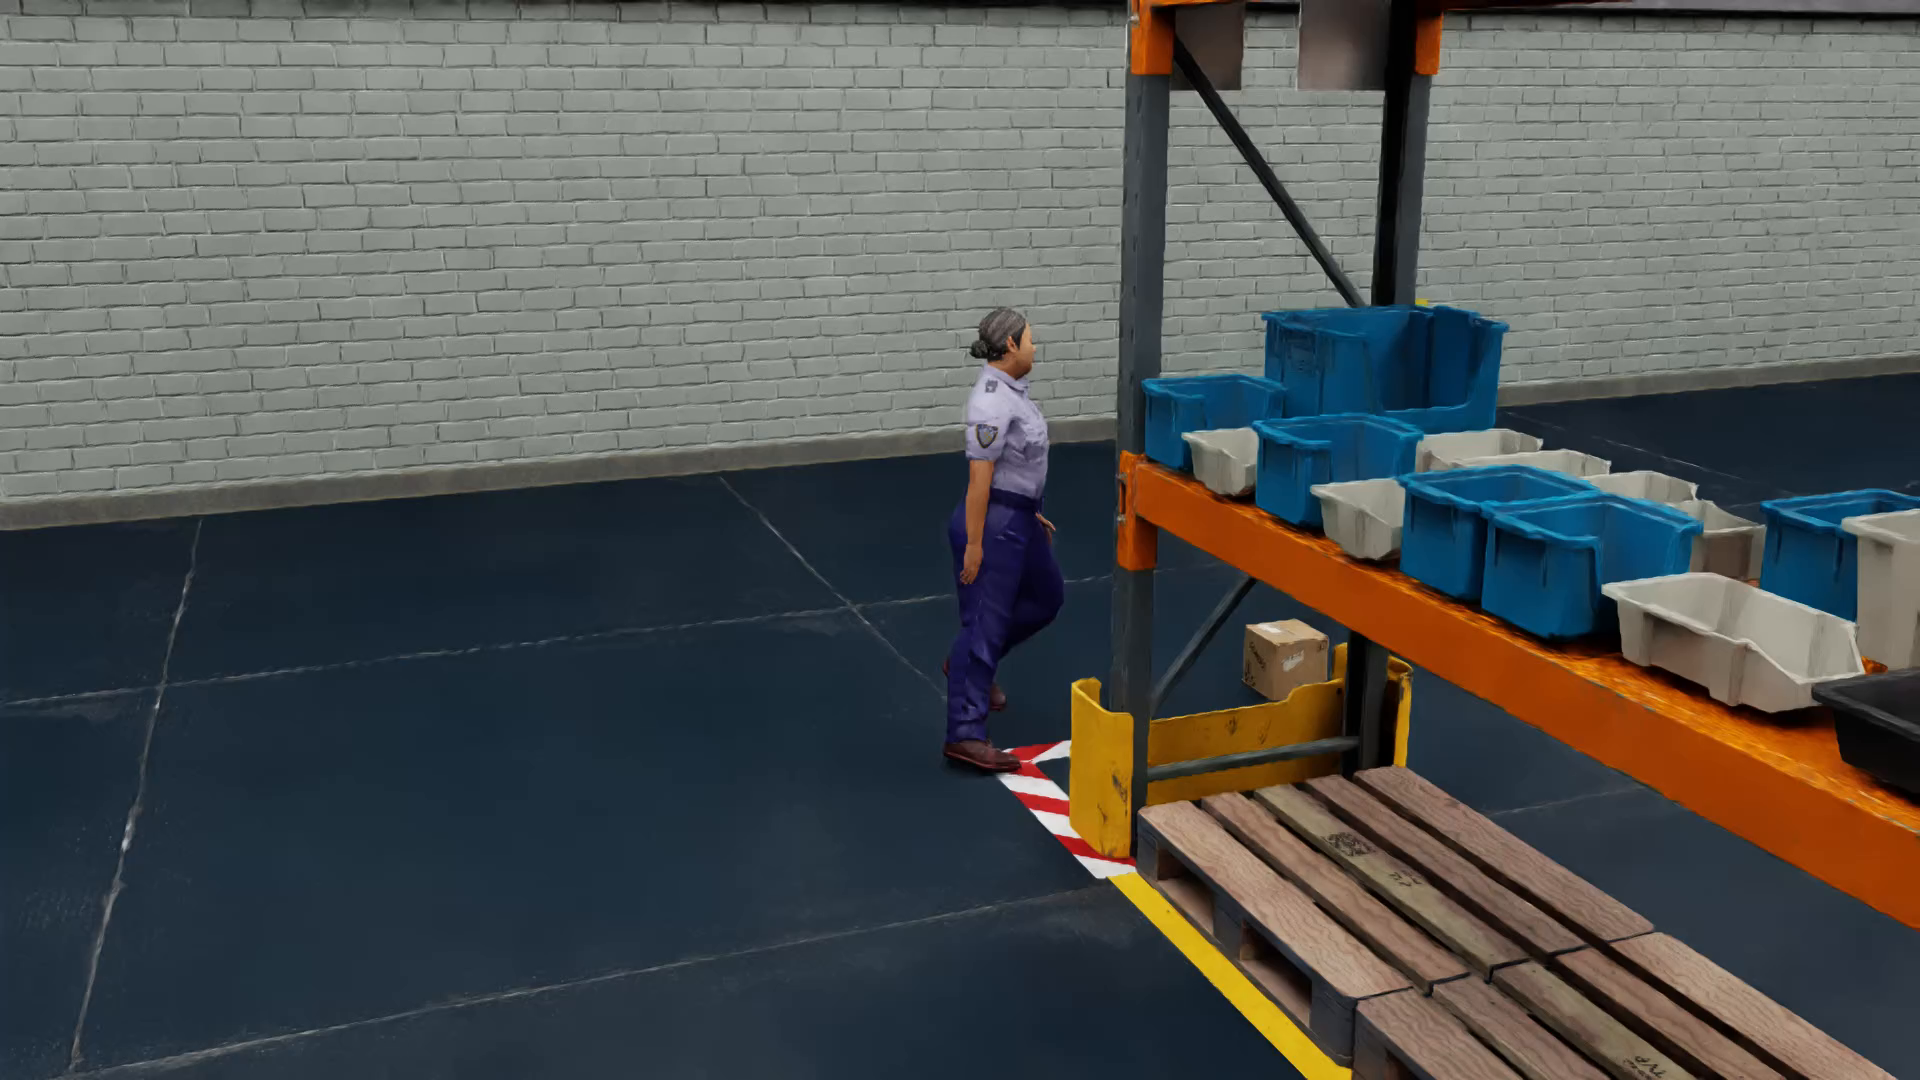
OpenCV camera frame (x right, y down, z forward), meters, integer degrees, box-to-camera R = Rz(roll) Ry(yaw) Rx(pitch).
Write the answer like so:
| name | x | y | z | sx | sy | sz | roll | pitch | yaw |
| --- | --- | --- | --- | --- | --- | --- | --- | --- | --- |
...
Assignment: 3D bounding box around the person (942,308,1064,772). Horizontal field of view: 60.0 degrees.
| name | x | y | z | sx | sy | sz | roll | pitch | yaw |
| --- | --- | --- | --- | --- | --- | --- | --- | --- | --- |
| person | 0.151 | -0.017 | 6.106 | 0.454 | 1.634 | 0.625 | 2 | 16 | 5 |
